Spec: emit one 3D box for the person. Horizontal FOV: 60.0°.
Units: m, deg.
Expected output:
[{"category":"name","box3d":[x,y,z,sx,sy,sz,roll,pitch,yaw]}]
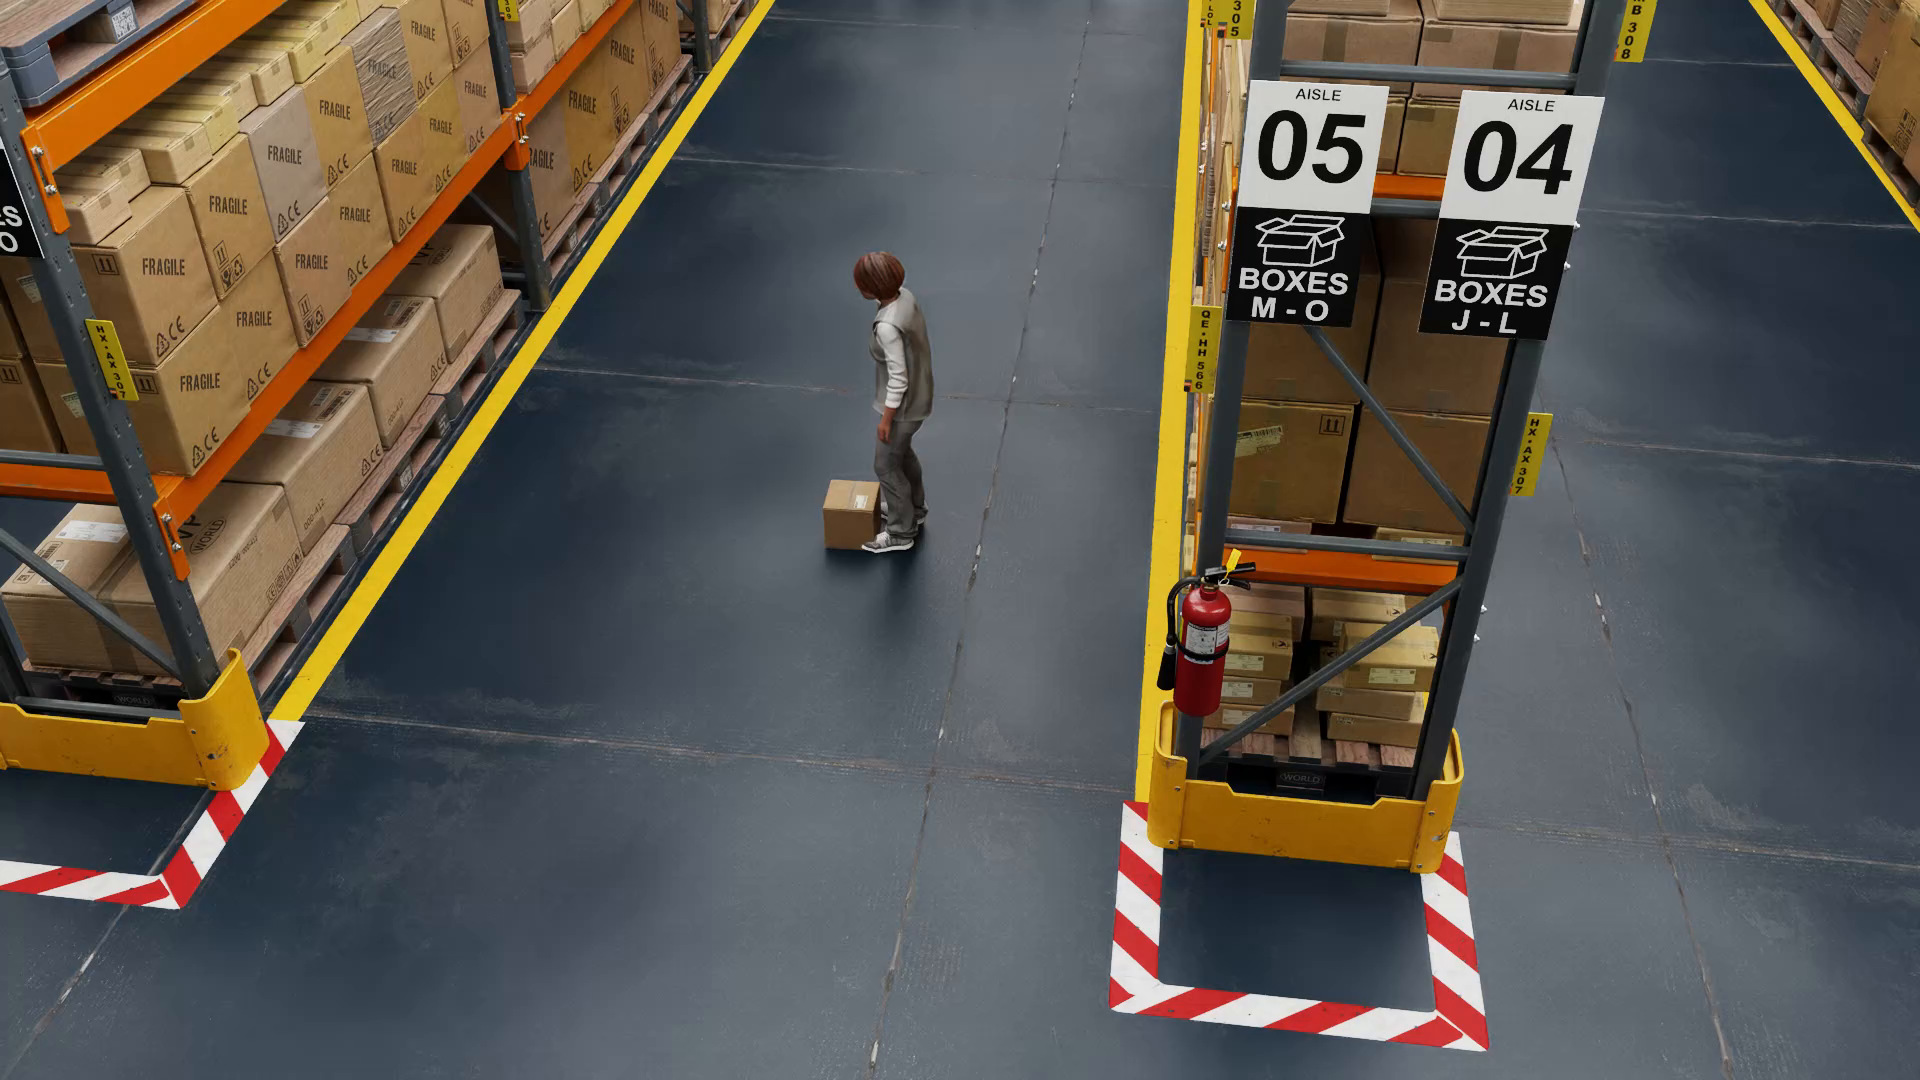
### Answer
[{"category":"person","box3d":[-0.308,-0.651,7.921,0.366,1.593,0.470,4,37,5]}]
